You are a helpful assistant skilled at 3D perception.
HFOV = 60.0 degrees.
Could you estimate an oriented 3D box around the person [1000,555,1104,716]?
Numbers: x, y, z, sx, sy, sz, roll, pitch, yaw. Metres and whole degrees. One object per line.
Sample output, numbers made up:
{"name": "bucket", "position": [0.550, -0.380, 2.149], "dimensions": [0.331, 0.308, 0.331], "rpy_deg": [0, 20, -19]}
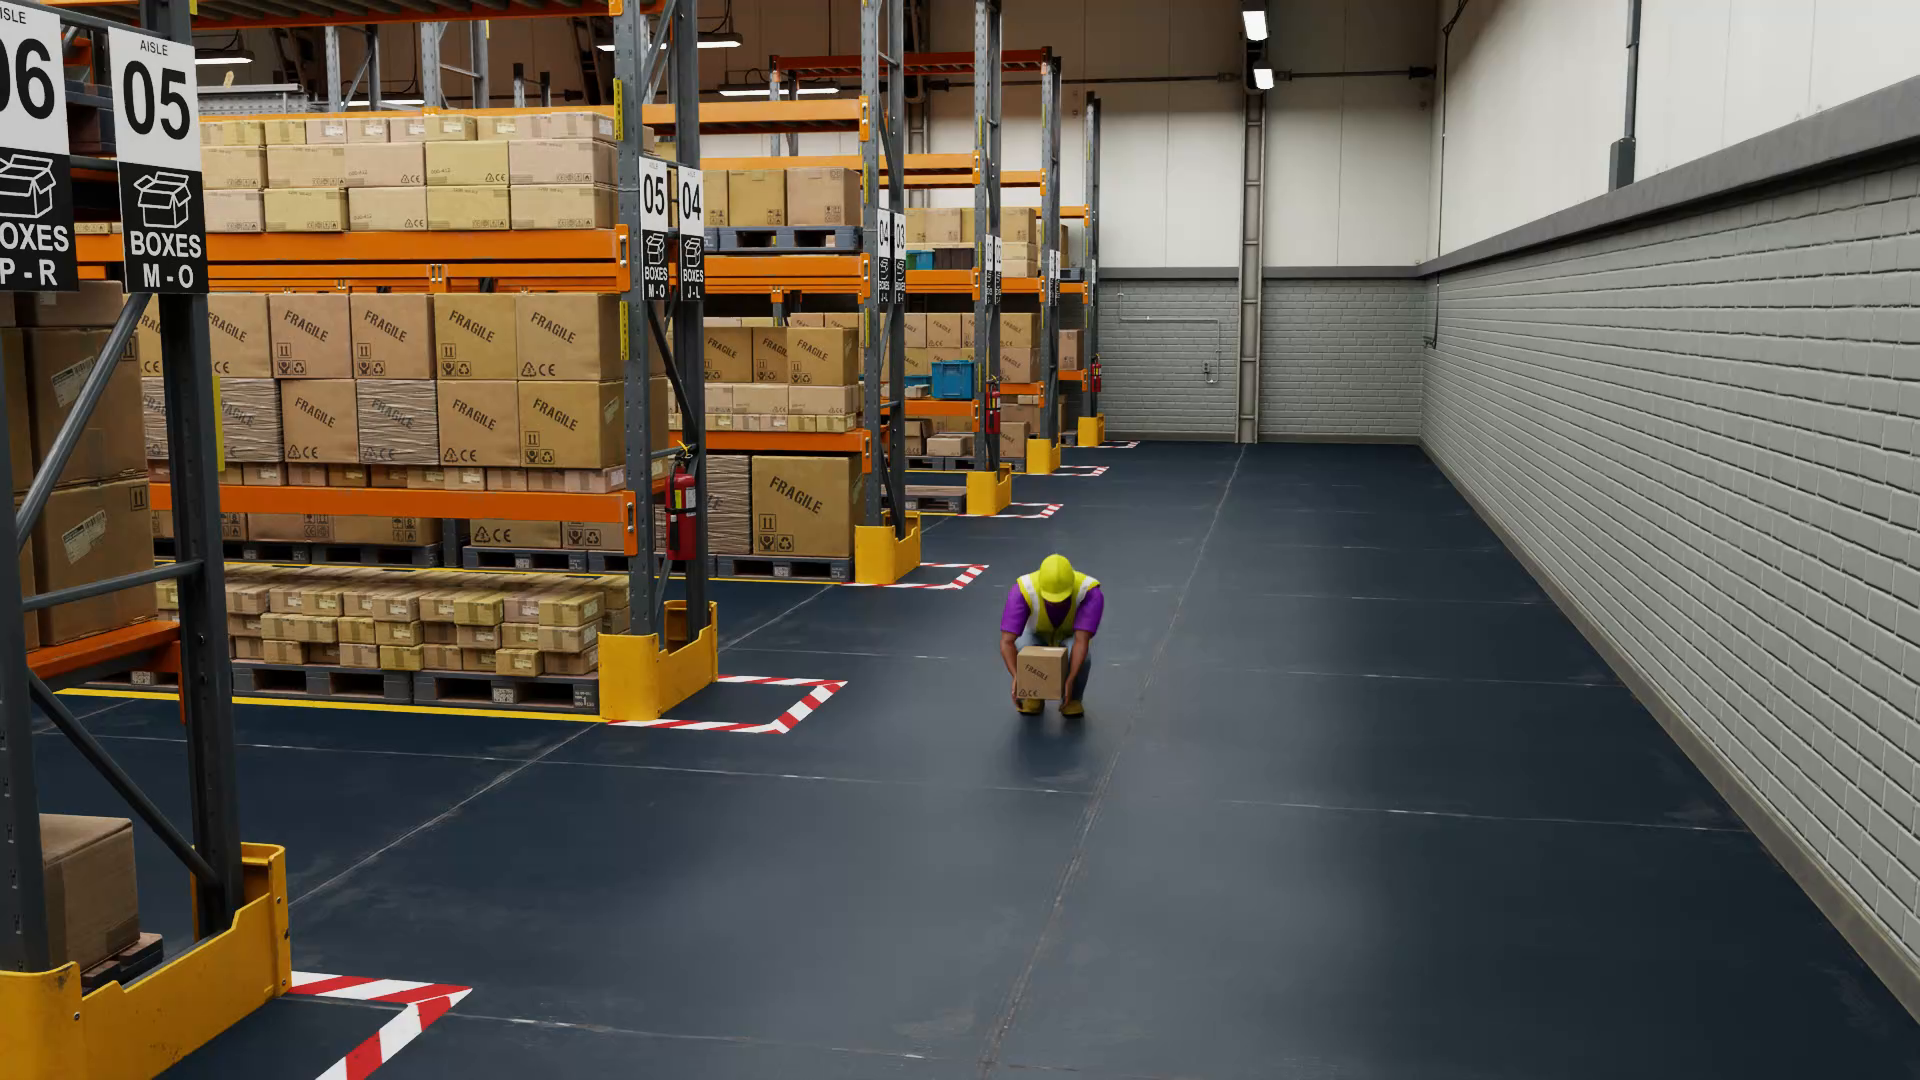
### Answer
{"name": "person", "position": [0.548, 0.541, 9.680], "dimensions": [0.584, 0.992, 0.884], "rpy_deg": [2, 8, 11]}
